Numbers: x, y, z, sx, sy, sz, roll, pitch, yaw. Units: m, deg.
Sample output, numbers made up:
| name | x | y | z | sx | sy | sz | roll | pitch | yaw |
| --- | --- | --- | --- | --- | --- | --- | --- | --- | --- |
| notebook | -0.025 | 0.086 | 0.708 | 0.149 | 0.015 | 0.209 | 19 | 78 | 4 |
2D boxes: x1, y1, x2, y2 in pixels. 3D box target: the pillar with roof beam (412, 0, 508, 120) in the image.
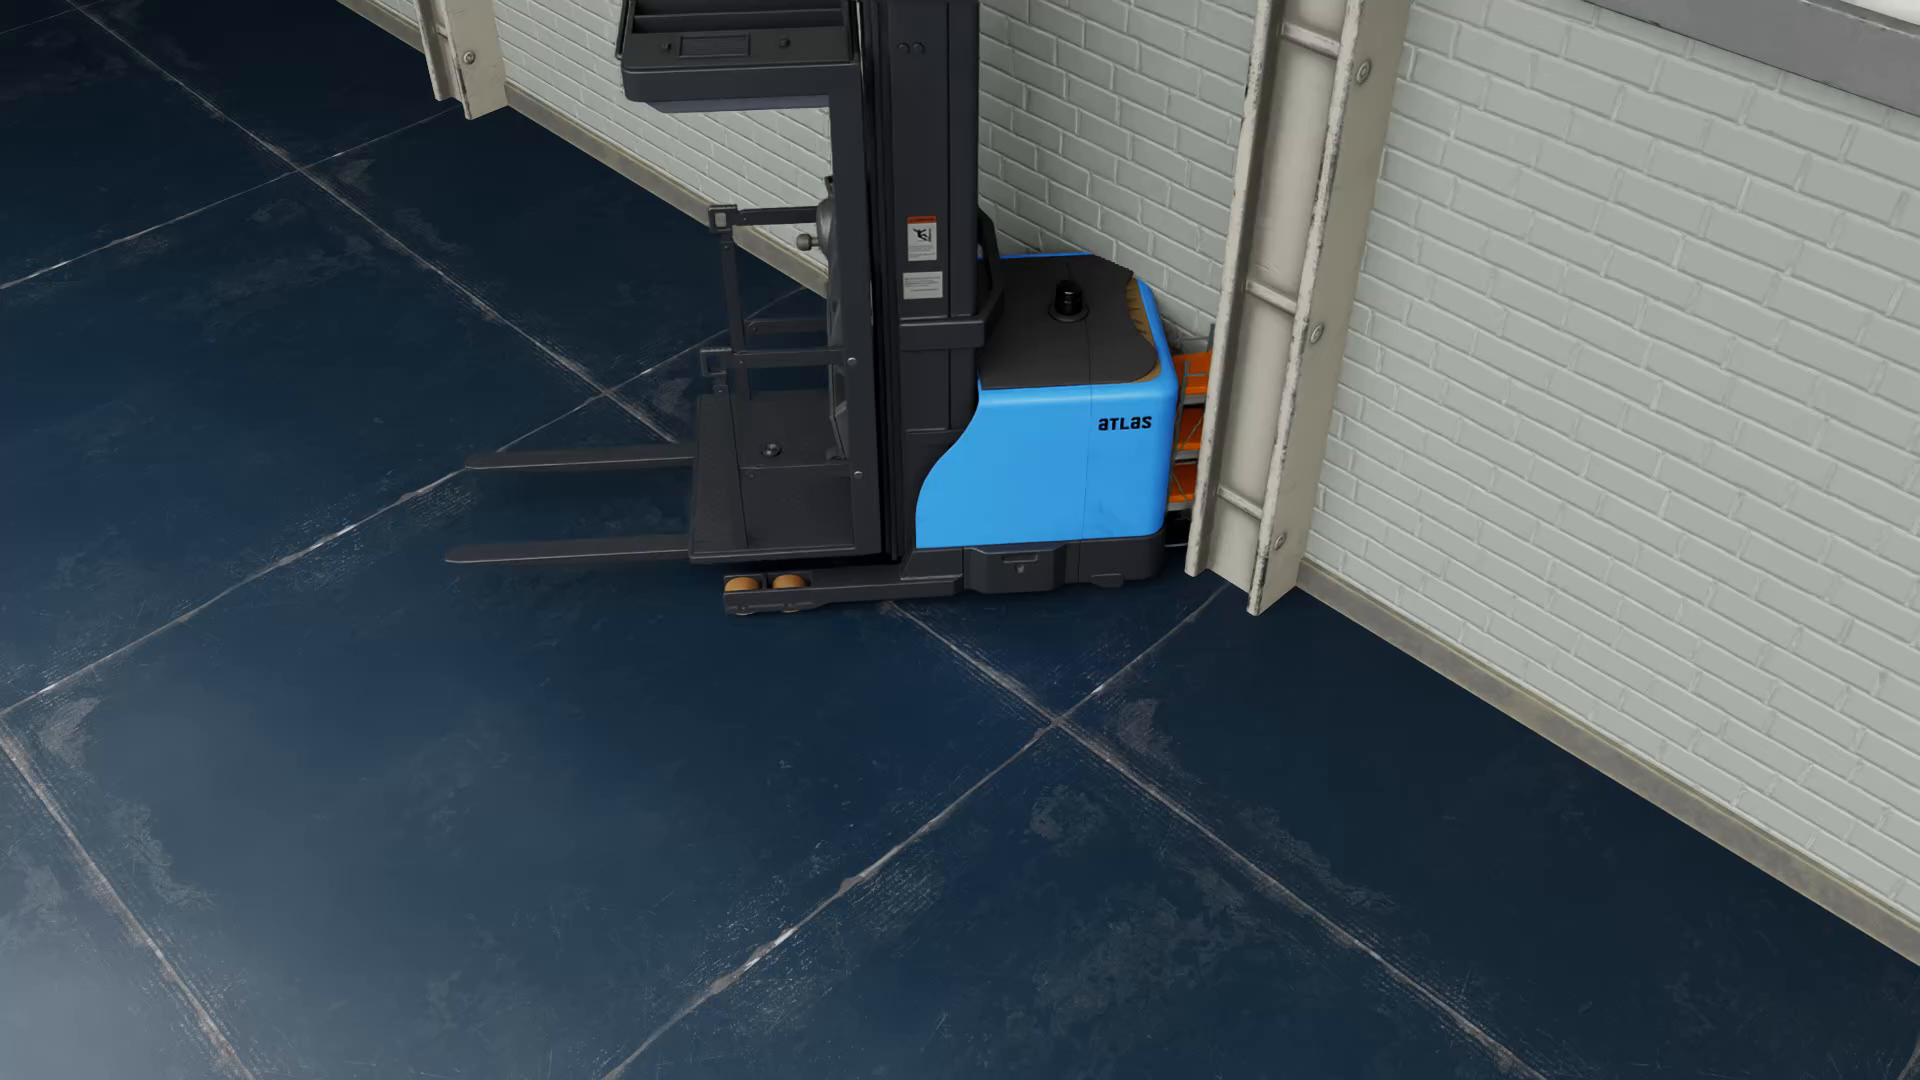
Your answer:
| name | x | y | z | sx | sy | sz | roll | pitch | yaw |
| --- | --- | --- | --- | --- | --- | --- | --- | --- | --- |
| pillar with roof beam | -6.066 | -3.969 | 5.032 | 9.100 | 9.000 | 0.400 | -34 | 53 | -31 |

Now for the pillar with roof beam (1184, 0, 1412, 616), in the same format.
| name | x | y | z | sx | sy | sz | roll | pitch | yaw |
| --- | --- | --- | --- | --- | --- | --- | --- | --- | --- |
| pillar with roof beam | -1.829 | -1.086 | 1.912 | 9.100 | 9.000 | 0.400 | -34 | 53 | -31 |

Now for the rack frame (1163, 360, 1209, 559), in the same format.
| name | x | y | z | sx | sy | sz | roll | pitch | yaw |
| --- | --- | --- | --- | --- | --- | --- | --- | --- | --- |
| rack frame | 0.972 | -0.321 | 6.922 | 0.200 | 1.050 | 0.008 | -6 | 42 | -9 |

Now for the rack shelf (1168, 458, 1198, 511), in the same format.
| name | x | y | z | sx | sy | sz | roll | pitch | yaw |
| --- | --- | --- | --- | --- | --- | --- | --- | --- | --- |
| rack shelf | 0.940 | -0.183 | 7.202 | 0.215 | 0.259 | 0.240 | -6 | 42 | -9 |

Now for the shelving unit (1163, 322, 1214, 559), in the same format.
| name | x | y | z | sx | sy | sz | roll | pitch | yaw |
| --- | --- | --- | --- | --- | --- | --- | --- | --- | --- |
| shelving unit | 0.949 | -0.401 | 7.012 | 0.215 | 1.050 | 0.252 | -6 | 42 | -9 |

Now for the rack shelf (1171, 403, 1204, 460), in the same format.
| name | x | y | z | sx | sy | sz | roll | pitch | yaw |
| --- | --- | --- | --- | --- | --- | --- | --- | --- | --- |
| rack shelf | 0.949 | -0.393 | 7.019 | 0.215 | 0.259 | 0.240 | -6 | 42 | -9 |

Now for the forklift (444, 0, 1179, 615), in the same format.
| name | x | y | z | sx | sy | sz | roll | pitch | yaw |
| --- | --- | --- | --- | --- | --- | --- | --- | --- | --- |
| forklift | -0.673 | -1.134 | 6.435 | 3.031 | 2.935 | 1.130 | -3 | 43 | -3 |

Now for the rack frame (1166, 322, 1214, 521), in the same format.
| name | x | y | z | sx | sy | sz | roll | pitch | yaw |
| --- | --- | --- | --- | --- | --- | --- | --- | --- | --- |
| rack frame | 0.926 | -0.480 | 7.102 | 0.200 | 1.050 | 0.008 | -6 | 42 | -9 |

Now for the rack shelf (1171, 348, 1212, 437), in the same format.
| name | x | y | z | sx | sy | sz | roll | pitch | yaw |
| --- | --- | --- | --- | --- | --- | --- | --- | --- | --- |
| rack shelf | 0.957 | -0.607 | 6.833 | 0.215 | 0.259 | 0.240 | -6 | 42 | -9 |
